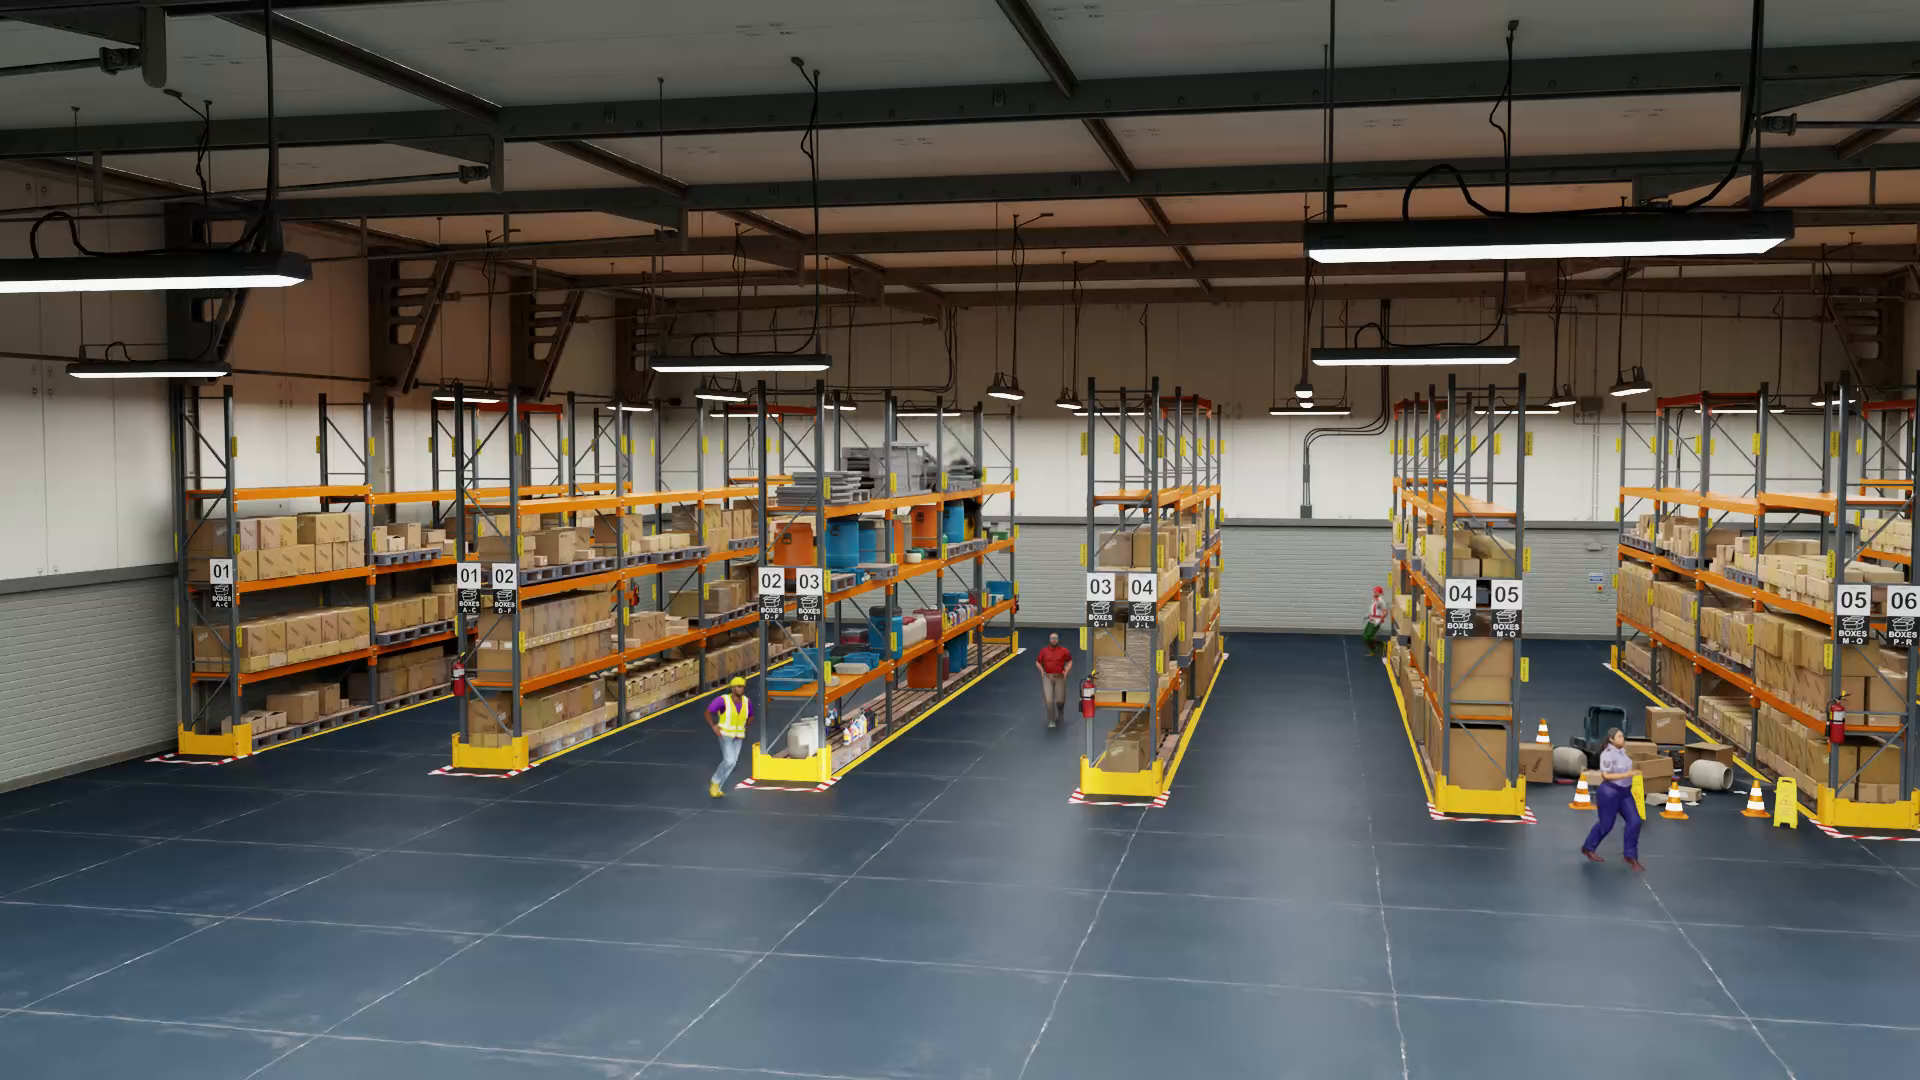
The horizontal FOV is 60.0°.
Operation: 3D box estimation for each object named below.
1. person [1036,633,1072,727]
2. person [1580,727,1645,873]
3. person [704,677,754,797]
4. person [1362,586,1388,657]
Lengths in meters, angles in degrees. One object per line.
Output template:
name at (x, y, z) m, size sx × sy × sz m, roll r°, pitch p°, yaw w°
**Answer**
person at (1.676, 2.499, 29.682) m, size 0.659 × 1.674 × 0.581 m, roll 0°, pitch 3°, yaw 4°
person at (7.762, 3.071, 19.758) m, size 0.588 × 1.703 × 0.735 m, roll -2°, pitch 4°, yaw -37°
person at (-3.255, 2.808, 23.837) m, size 0.709 × 1.697 × 0.597 m, roll -3°, pitch 4°, yaw -39°
person at (9.844, 1.945, 39.377) m, size 0.561 × 1.727 × 0.710 m, roll 0°, pitch 3°, yaw -8°
